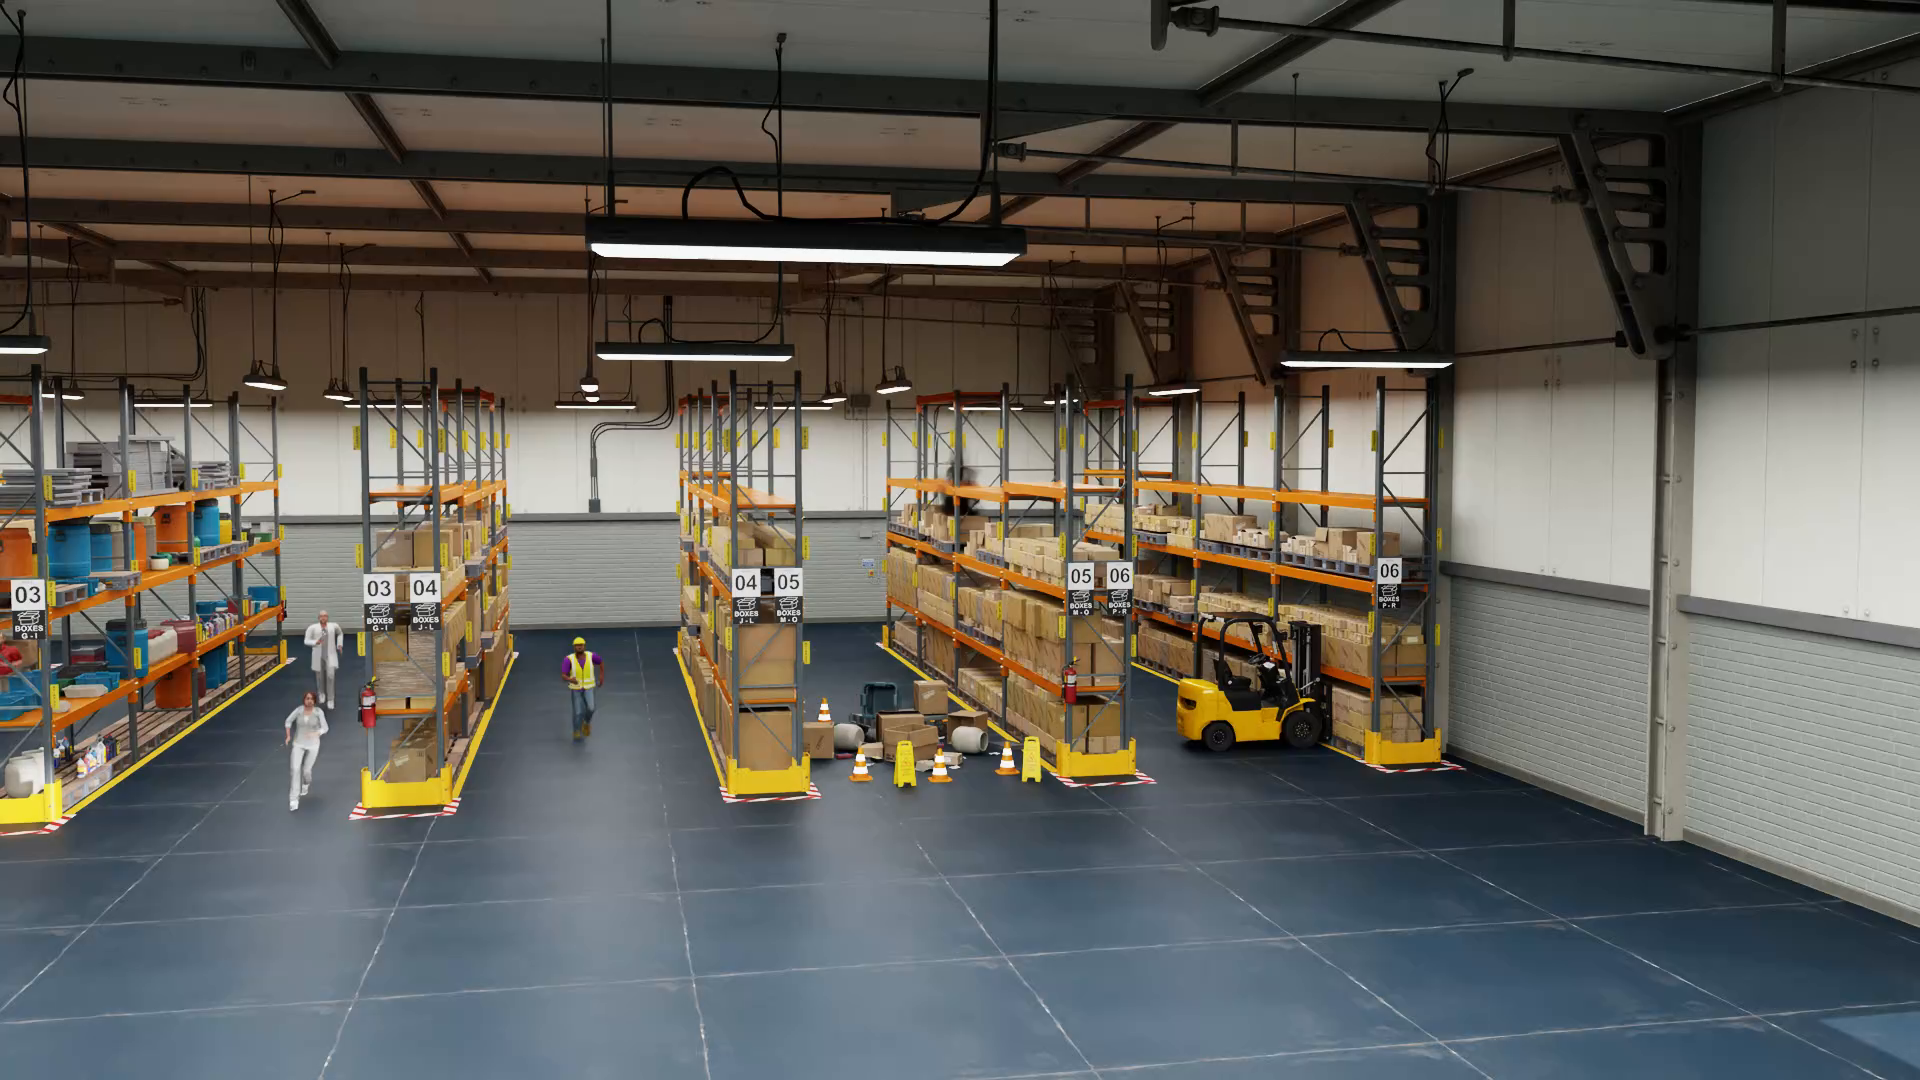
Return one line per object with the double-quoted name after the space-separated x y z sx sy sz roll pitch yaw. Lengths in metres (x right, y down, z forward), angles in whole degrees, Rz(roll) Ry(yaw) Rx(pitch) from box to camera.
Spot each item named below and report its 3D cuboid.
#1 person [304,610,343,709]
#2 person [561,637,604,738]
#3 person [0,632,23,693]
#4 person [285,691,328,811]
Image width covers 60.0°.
-11.970 2.247 31.314 0.686 1.763 0.997 -1 4 -21 "person"
-6.283 2.474 27.744 0.731 1.715 0.784 -1 4 -18 "person"
-16.347 2.464 28.437 0.629 1.803 0.811 -1 4 -16 "person"
-8.988 2.862 22.881 0.576 1.570 0.822 -1 4 -14 "person"
